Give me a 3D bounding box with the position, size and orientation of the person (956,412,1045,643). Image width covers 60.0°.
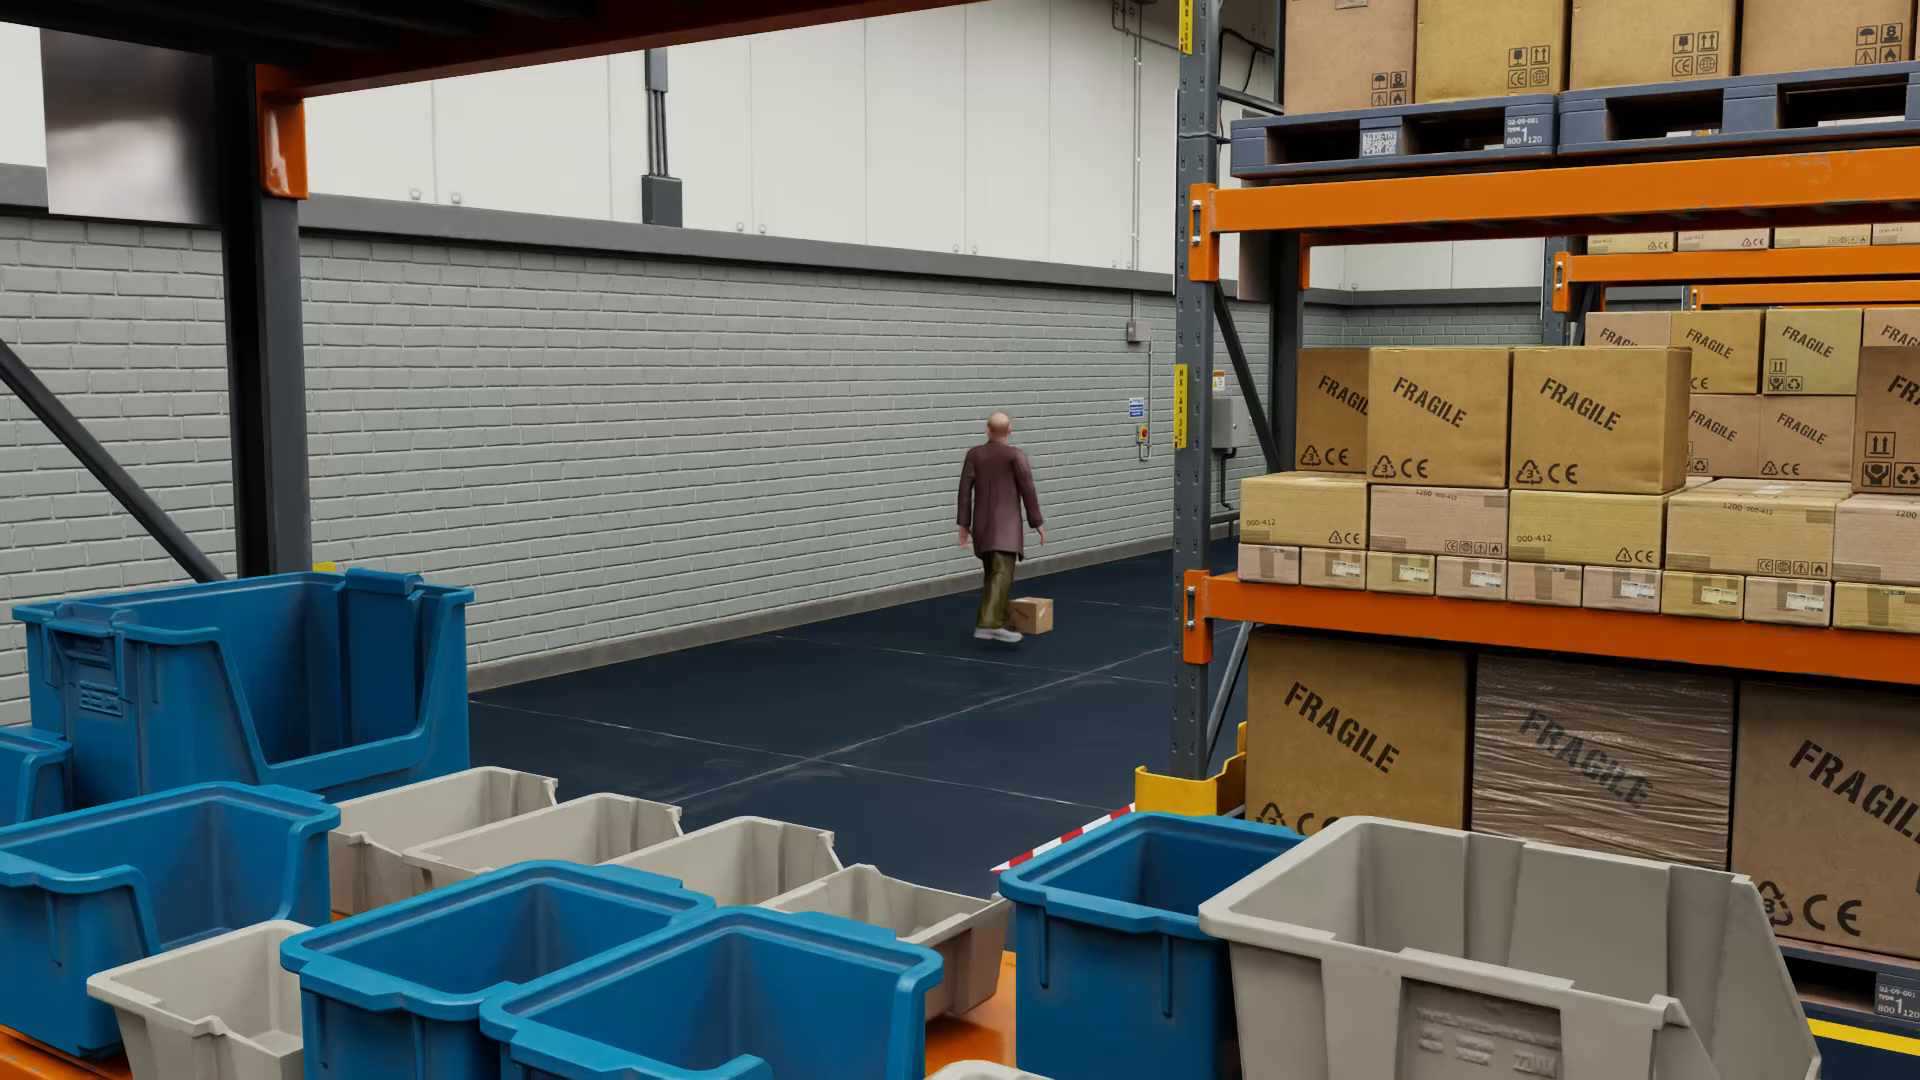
[{"bbox_3d":[0.324,-0.101,12.741,0.705,1.746,1.002,5,8,38],"label":"person"}]
